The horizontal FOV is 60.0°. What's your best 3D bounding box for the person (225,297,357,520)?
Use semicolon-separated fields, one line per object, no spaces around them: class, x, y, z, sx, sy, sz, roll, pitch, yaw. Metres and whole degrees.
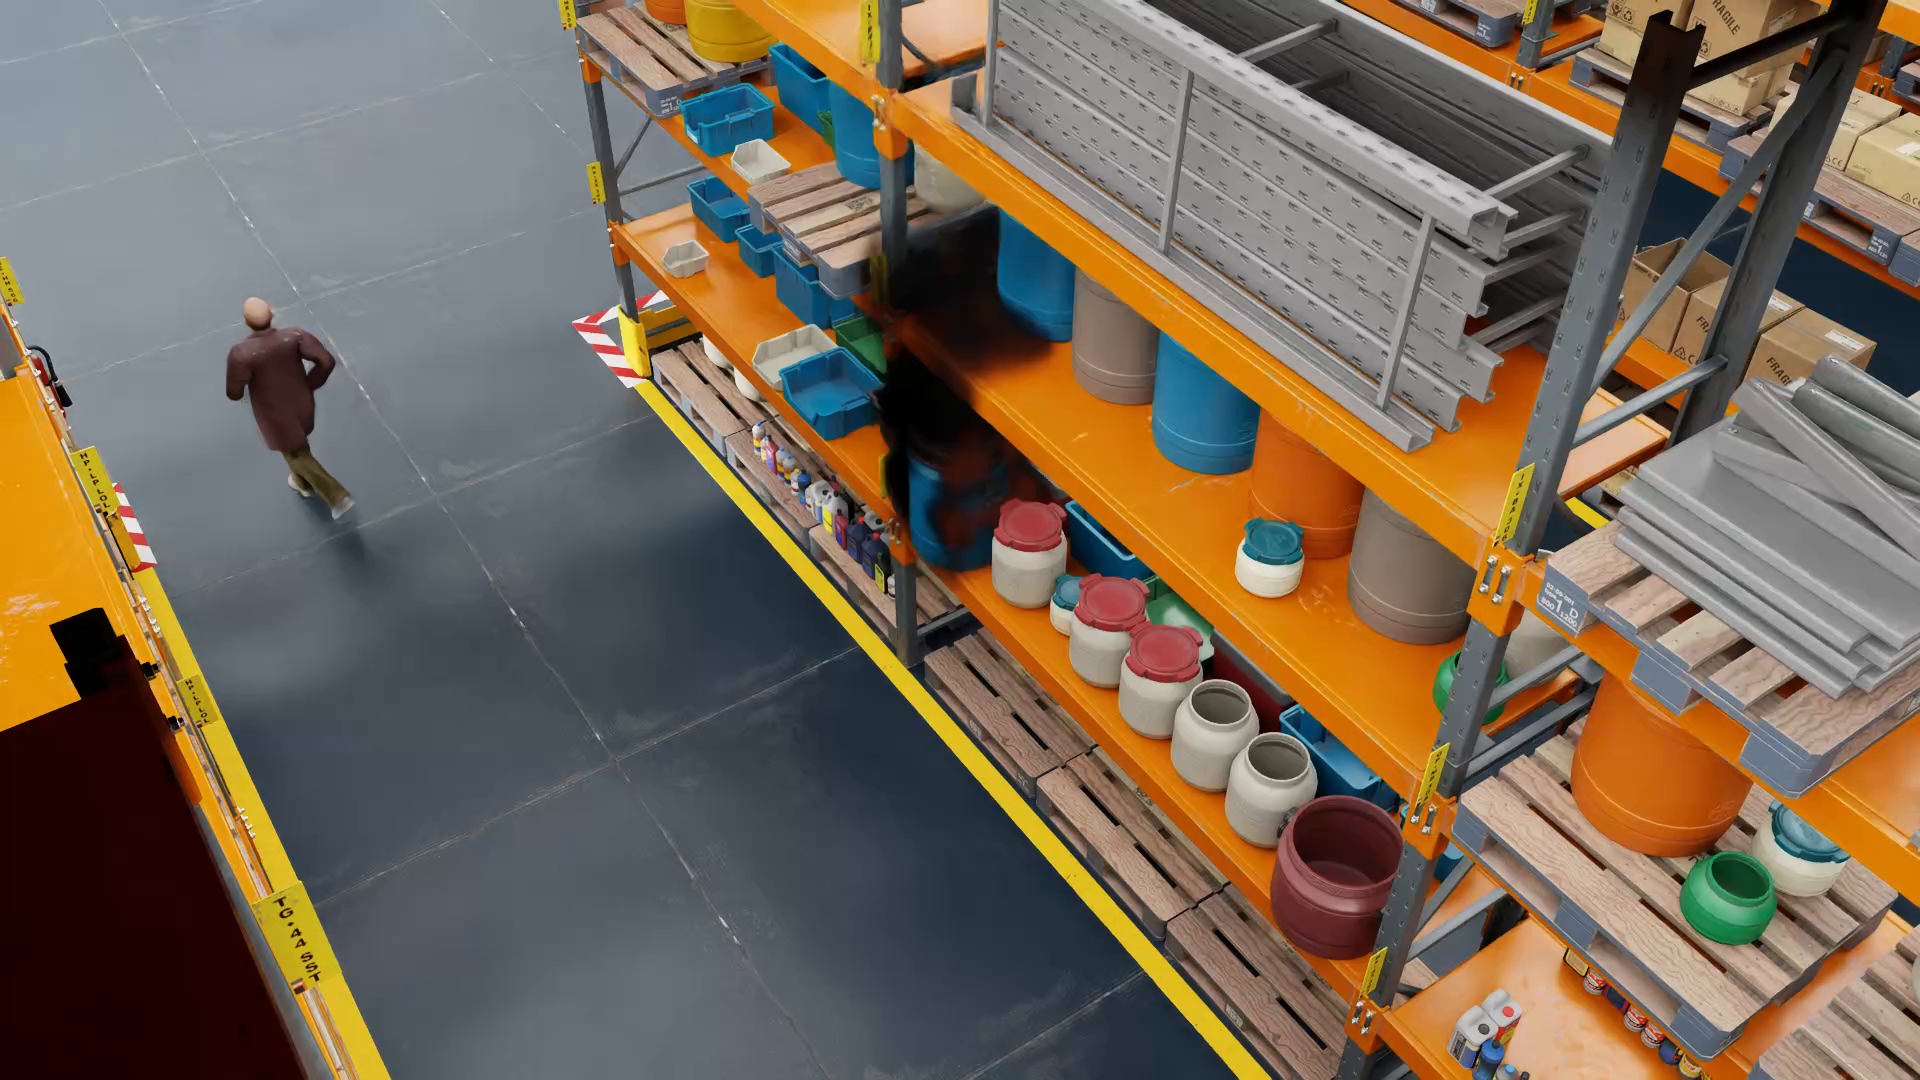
person;-4.602;-0.867;11.394;0.980;1.794;0.692;32;51;30
